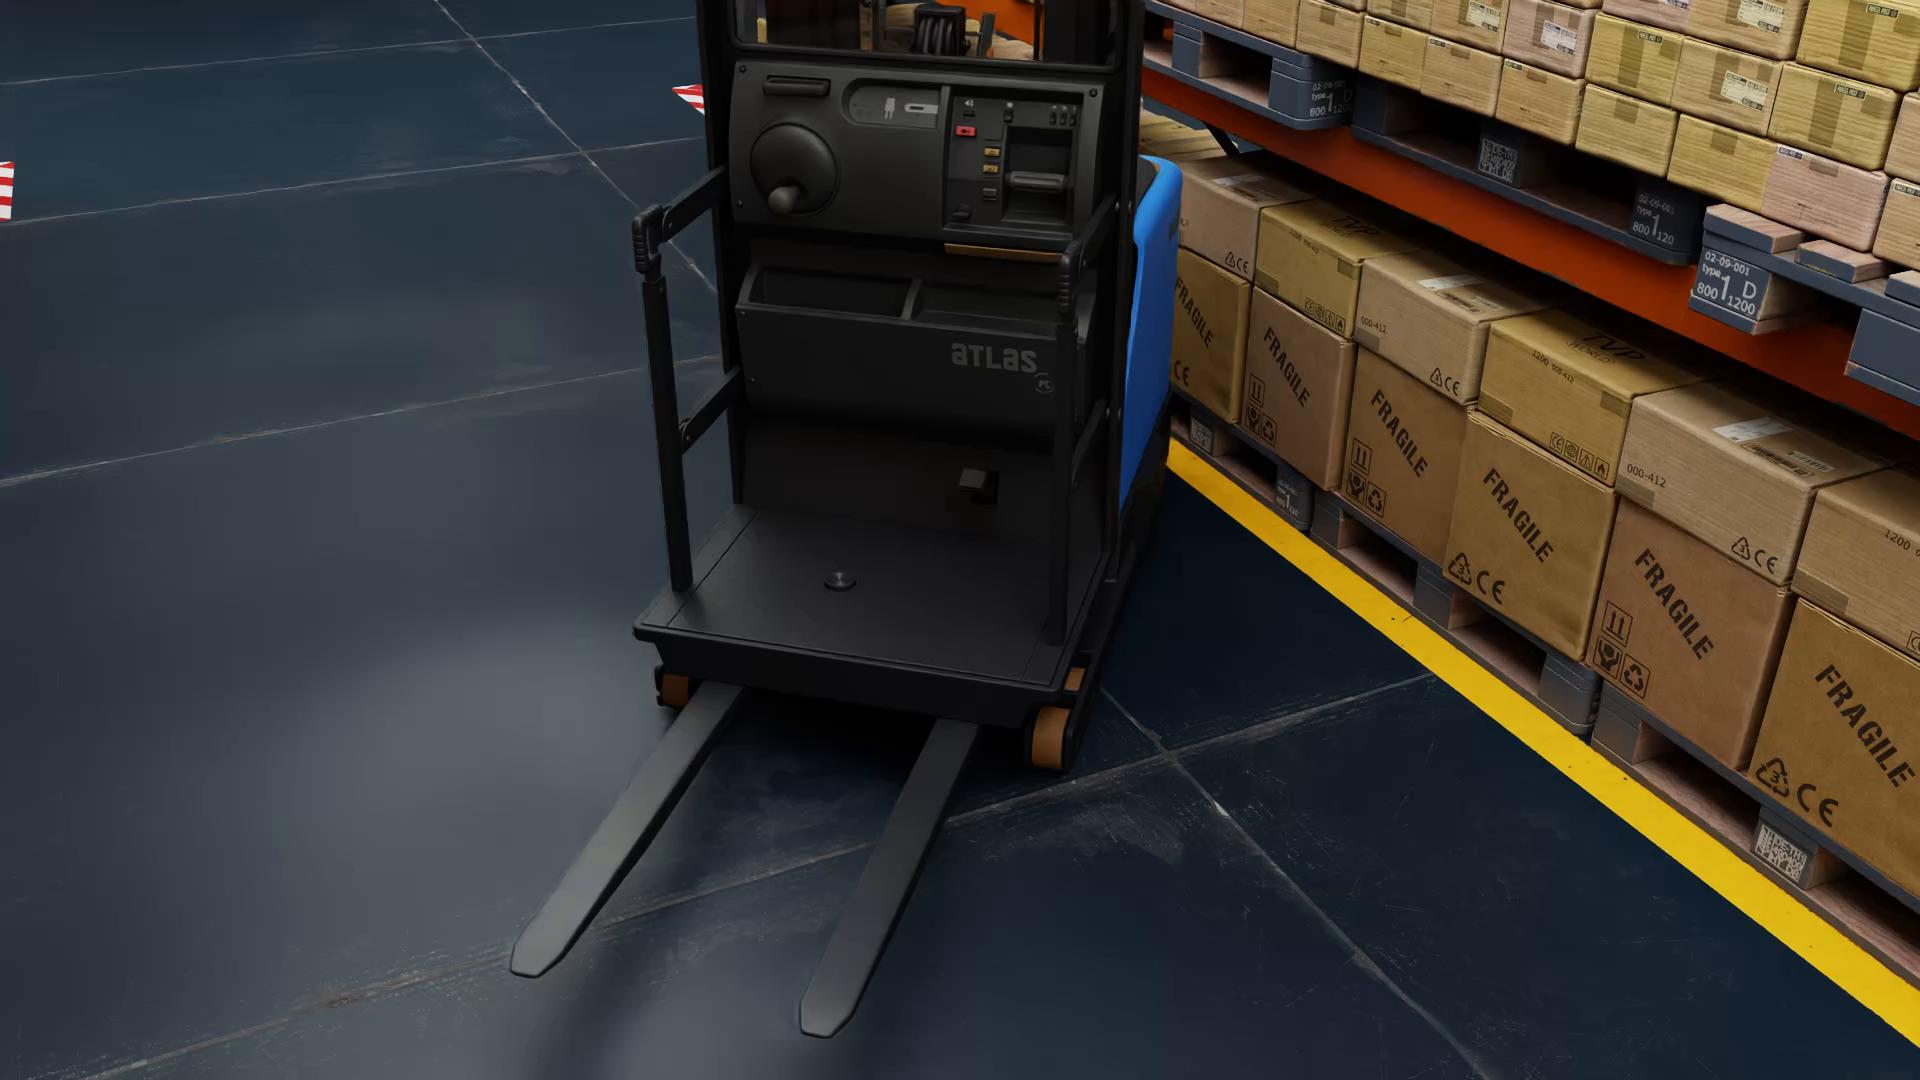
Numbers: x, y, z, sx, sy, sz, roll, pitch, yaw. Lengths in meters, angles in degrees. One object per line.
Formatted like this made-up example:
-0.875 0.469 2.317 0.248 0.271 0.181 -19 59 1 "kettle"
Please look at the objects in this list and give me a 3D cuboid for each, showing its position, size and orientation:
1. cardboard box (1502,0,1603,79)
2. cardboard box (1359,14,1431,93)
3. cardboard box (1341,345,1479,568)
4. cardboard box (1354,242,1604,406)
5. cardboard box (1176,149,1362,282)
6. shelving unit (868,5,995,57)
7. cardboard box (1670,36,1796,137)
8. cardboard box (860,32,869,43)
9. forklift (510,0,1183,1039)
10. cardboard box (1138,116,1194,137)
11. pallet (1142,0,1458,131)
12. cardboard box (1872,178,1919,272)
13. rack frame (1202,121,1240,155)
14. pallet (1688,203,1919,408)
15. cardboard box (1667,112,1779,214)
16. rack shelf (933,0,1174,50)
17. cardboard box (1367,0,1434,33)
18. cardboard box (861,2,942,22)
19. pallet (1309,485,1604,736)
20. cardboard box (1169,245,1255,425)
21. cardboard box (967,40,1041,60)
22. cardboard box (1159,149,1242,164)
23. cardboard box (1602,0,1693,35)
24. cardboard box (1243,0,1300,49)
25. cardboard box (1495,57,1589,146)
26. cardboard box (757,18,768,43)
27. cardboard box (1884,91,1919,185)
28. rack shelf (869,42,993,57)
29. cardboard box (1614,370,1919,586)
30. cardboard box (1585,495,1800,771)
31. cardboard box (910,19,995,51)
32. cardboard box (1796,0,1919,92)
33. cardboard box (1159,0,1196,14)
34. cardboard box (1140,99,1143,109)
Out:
1.480 -1.174 3.799 0.380 0.149 0.250 -12 32 -21 "cardboard box"
1.261 -1.272 4.280 0.380 0.149 0.250 -14 32 -23 "cardboard box"
1.485 -0.294 4.834 0.500 0.500 0.500 -13 32 -21 "cardboard box"
1.466 -0.622 4.653 0.500 0.250 0.500 -12 31 -20 "cardboard box"
1.020 -1.083 5.475 0.500 0.250 0.500 -15 32 -24 "cardboard box"
0.037 -1.263 6.153 0.538 1.125 1.048 -5 32 -27 "shelving unit"
1.697 -0.948 3.397 0.380 0.149 0.250 -13 32 -22 "cardboard box"
-0.638 -2.474 8.472 0.380 0.149 0.250 -13 32 -22 "cardboard box"
-0.172 -0.905 3.868 1.130 2.935 3.031 8 30 13 "forklift"
0.763 -1.676 7.048 0.380 0.149 0.250 -14 32 -23 "cardboard box"
1.138 -1.593 5.221 1.003 0.211 1.213 -13 32 -22 "pallet"
1.927 -0.583 3.051 0.380 0.149 0.250 -13 32 -22 "cardboard box"
0.942 -2.045 5.830 1.000 3.000 0.127 -13 32 -22 "rack frame"
2.257 -0.487 3.248 1.213 0.211 1.003 -13 32 -22 "pallet"
1.712 -0.808 3.451 0.380 0.149 0.250 -14 32 -23 "cardboard box"
0.083 -2.615 7.582 1.077 0.370 4.000 -13 32 -22 "rack shelf"
1.263 -1.399 4.202 0.380 0.149 0.250 -14 32 -23 "cardboard box"
-0.320 -2.831 9.108 0.380 0.149 0.250 -13 32 -21 "cardboard box"
1.805 0.054 4.937 1.003 0.211 1.213 -13 32 -22 "pallet"
1.019 -0.756 5.658 0.500 0.500 0.500 -12 31 -20 "cardboard box"
0.182 -2.385 8.314 0.380 0.149 0.250 -12 31 -20 "cardboard box"
0.981 -1.440 6.628 0.380 0.149 0.250 -12 31 -20 "cardboard box"
1.600 -1.184 3.513 0.380 0.149 0.250 -13 32 -22 "cardboard box"
1.030 -1.505 4.694 0.380 0.149 0.250 -13 32 -21 "cardboard box"
1.486 -1.041 3.867 0.380 0.149 0.250 -12 31 -20 "cardboard box"
-0.858 -2.709 8.890 0.380 0.149 0.250 -15 32 -24 "cardboard box"
1.919 -0.722 2.994 0.380 0.149 0.250 -12 31 -20 "cardboard box"
0.084 -1.518 6.016 0.538 0.278 1.000 -5 32 -27 "rack shelf"
1.902 -0.166 3.839 0.500 0.250 0.500 -13 32 -21 "cardboard box"
1.921 0.163 4.019 0.500 0.500 0.500 -12 31 -20 "cardboard box"
-0.038 -2.620 8.732 0.380 0.149 0.250 -14 32 -23 "cardboard box"
1.816 -0.959 3.112 0.380 0.149 0.250 -12 31 -20 "cardboard box"
0.820 -1.727 5.090 0.380 0.149 0.250 -13 32 -21 "cardboard box"
0.595 -1.916 7.476 0.380 0.149 0.250 -12 32 -21 "cardboard box"
